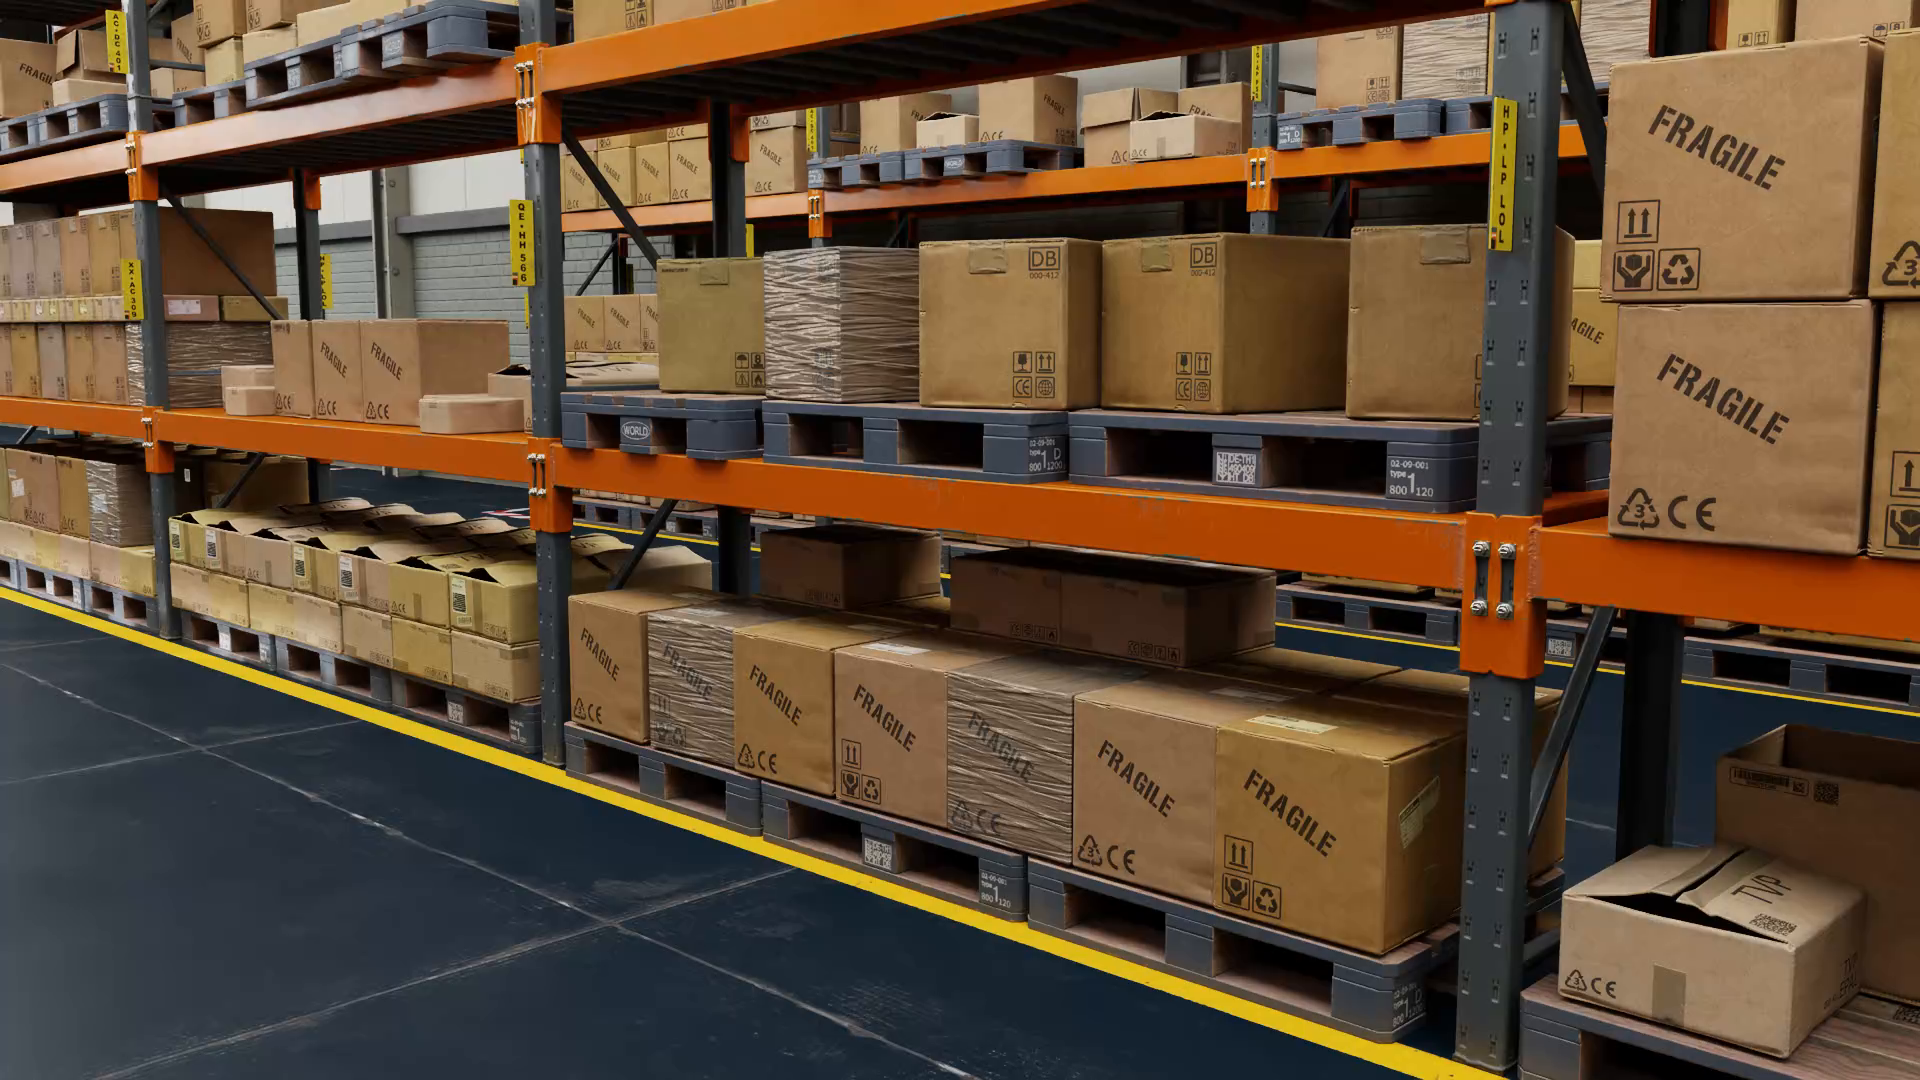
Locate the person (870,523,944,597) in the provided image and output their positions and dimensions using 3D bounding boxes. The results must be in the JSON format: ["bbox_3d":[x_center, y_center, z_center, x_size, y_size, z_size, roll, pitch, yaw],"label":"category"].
[{"bbox_3d":[-0.279,-0.146,8.441,0.413,1.672,0.488,6,10,41],"label":"person"}]
